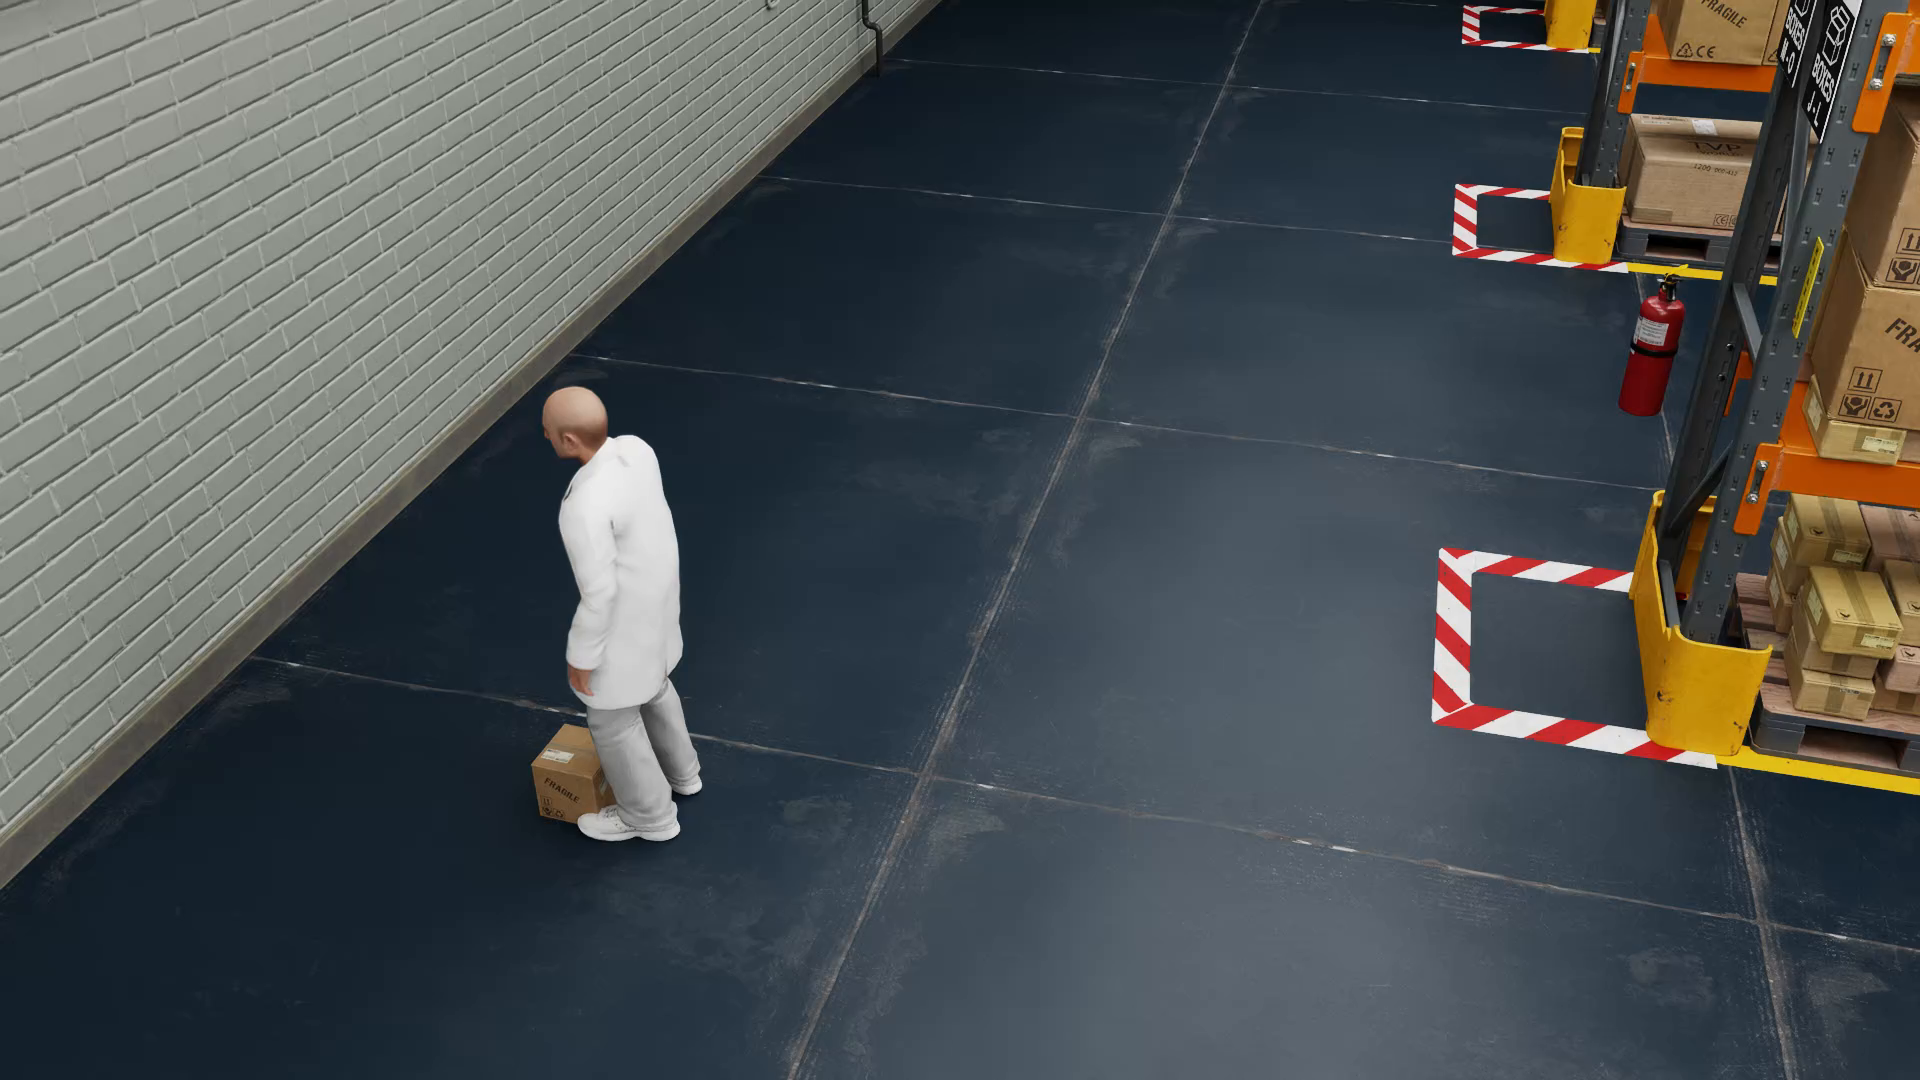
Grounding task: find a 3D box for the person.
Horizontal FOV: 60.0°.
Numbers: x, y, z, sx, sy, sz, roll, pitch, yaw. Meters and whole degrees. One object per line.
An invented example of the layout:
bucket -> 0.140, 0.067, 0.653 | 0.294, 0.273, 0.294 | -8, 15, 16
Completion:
person -> -1.169, 0.296, 5.746 | 0.416, 1.709, 0.656 | 7, 33, 11
